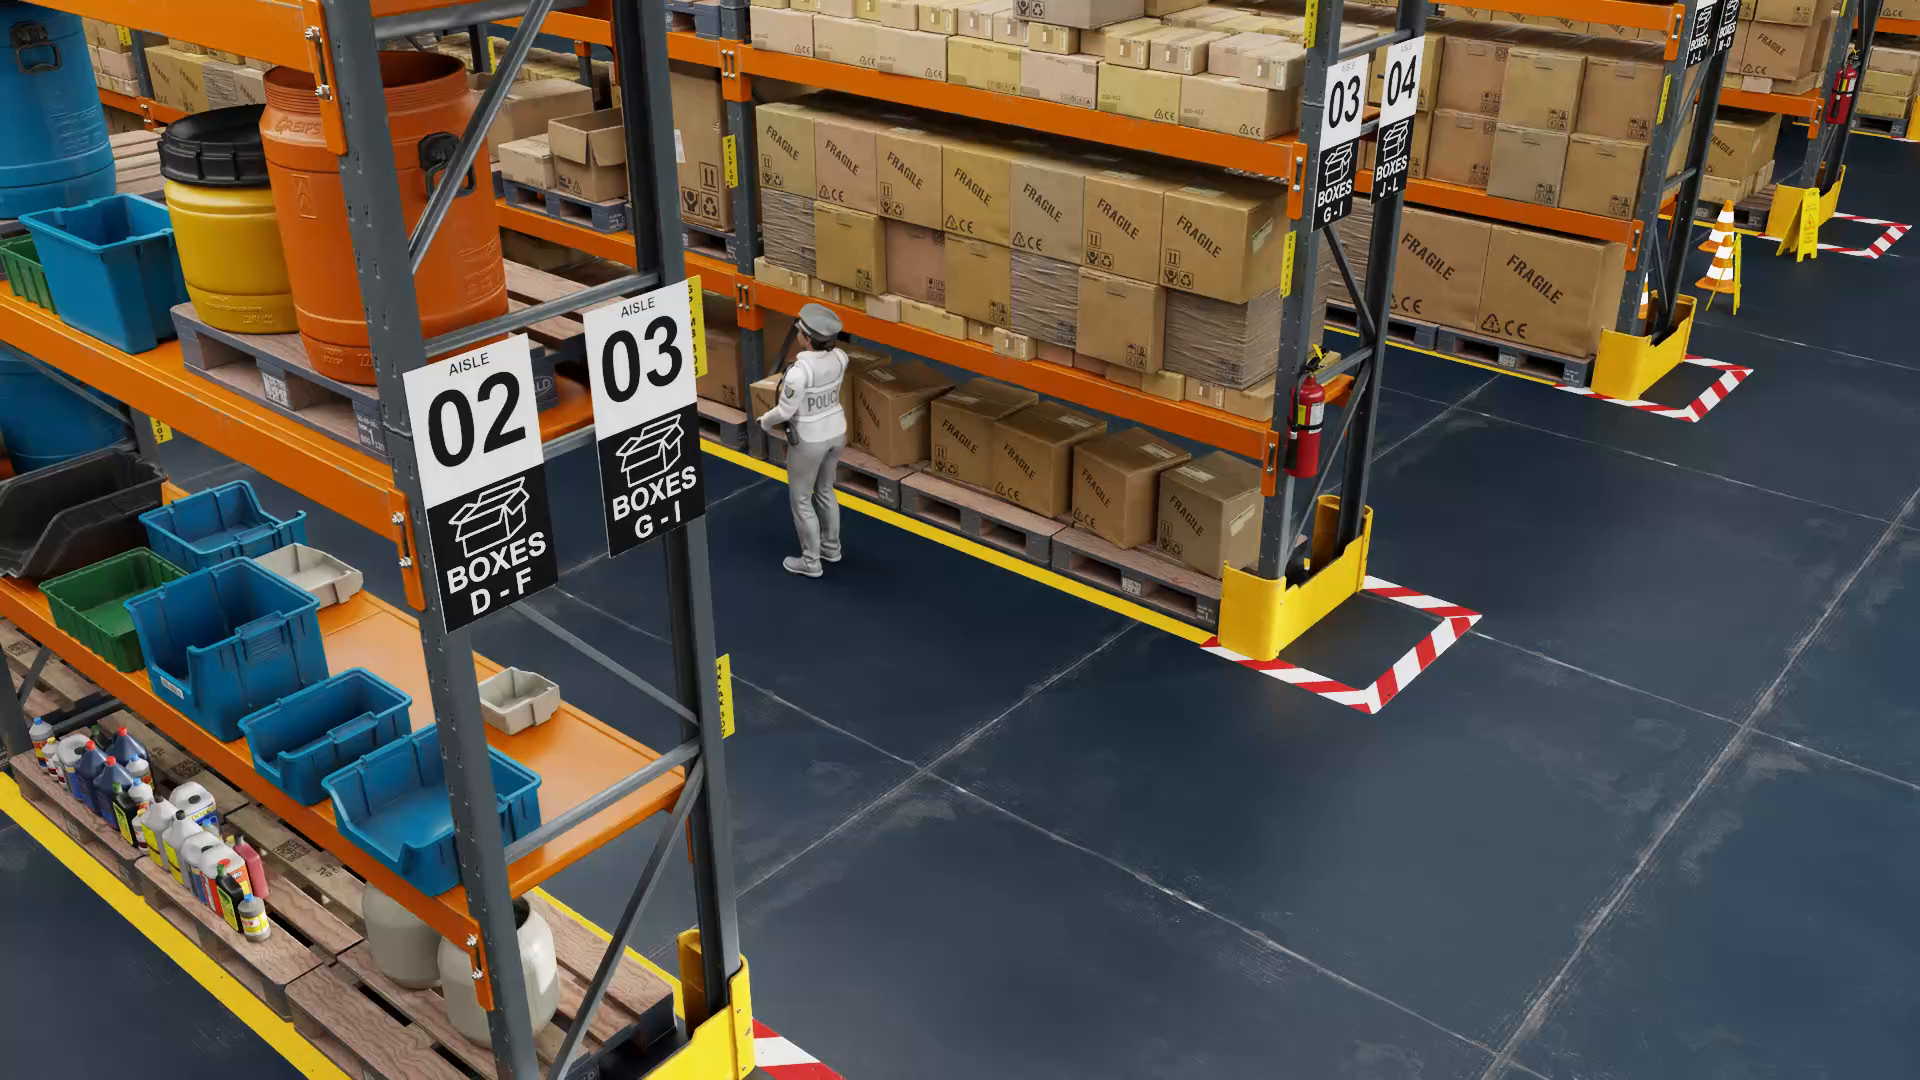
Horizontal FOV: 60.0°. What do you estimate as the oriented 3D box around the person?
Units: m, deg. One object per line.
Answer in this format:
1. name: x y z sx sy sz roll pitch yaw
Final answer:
1. person: -0.900 -0.606 9.754 0.563 1.687 0.461 21 34 34
